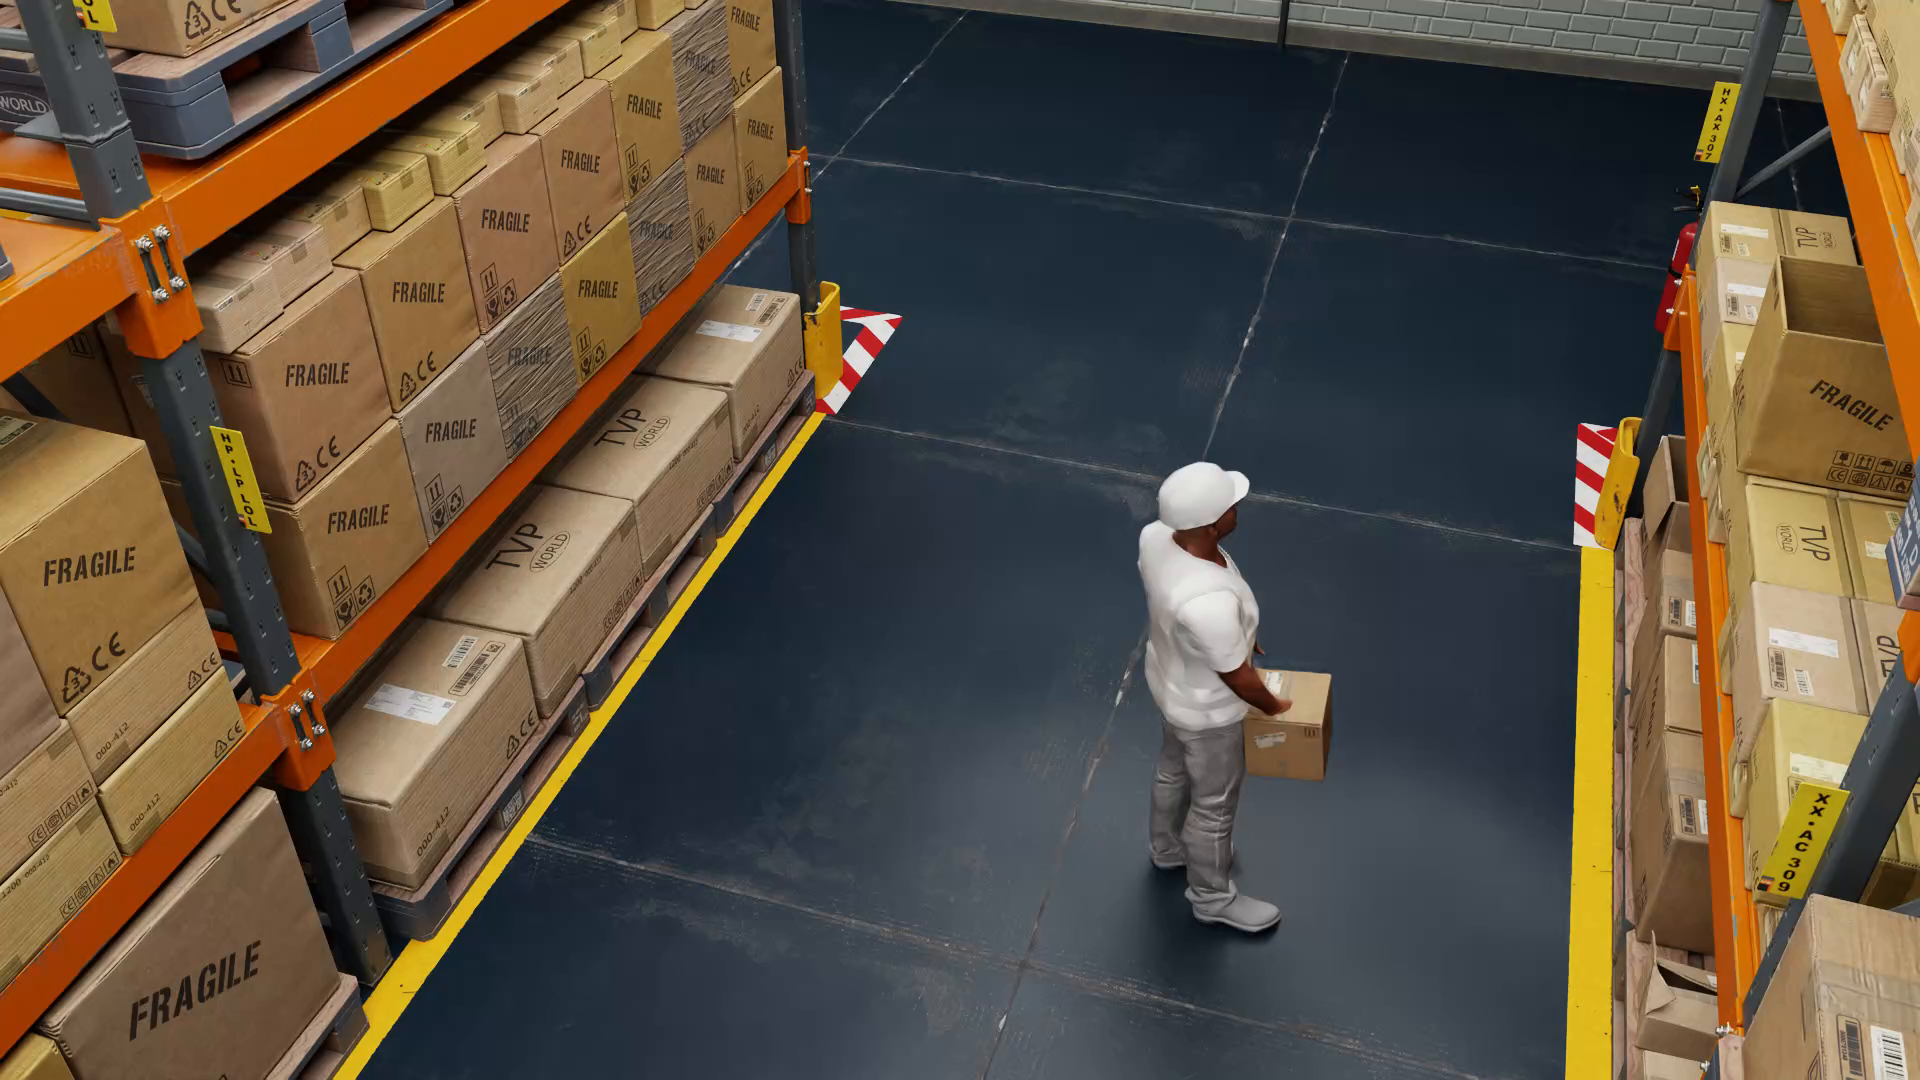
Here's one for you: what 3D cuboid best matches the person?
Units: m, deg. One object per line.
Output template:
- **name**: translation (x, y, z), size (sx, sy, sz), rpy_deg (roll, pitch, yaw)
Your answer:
- **person**: translation (0.838, 0.499, 5.448), size (0.500, 1.772, 0.604), rpy_deg (-7, 37, -9)
